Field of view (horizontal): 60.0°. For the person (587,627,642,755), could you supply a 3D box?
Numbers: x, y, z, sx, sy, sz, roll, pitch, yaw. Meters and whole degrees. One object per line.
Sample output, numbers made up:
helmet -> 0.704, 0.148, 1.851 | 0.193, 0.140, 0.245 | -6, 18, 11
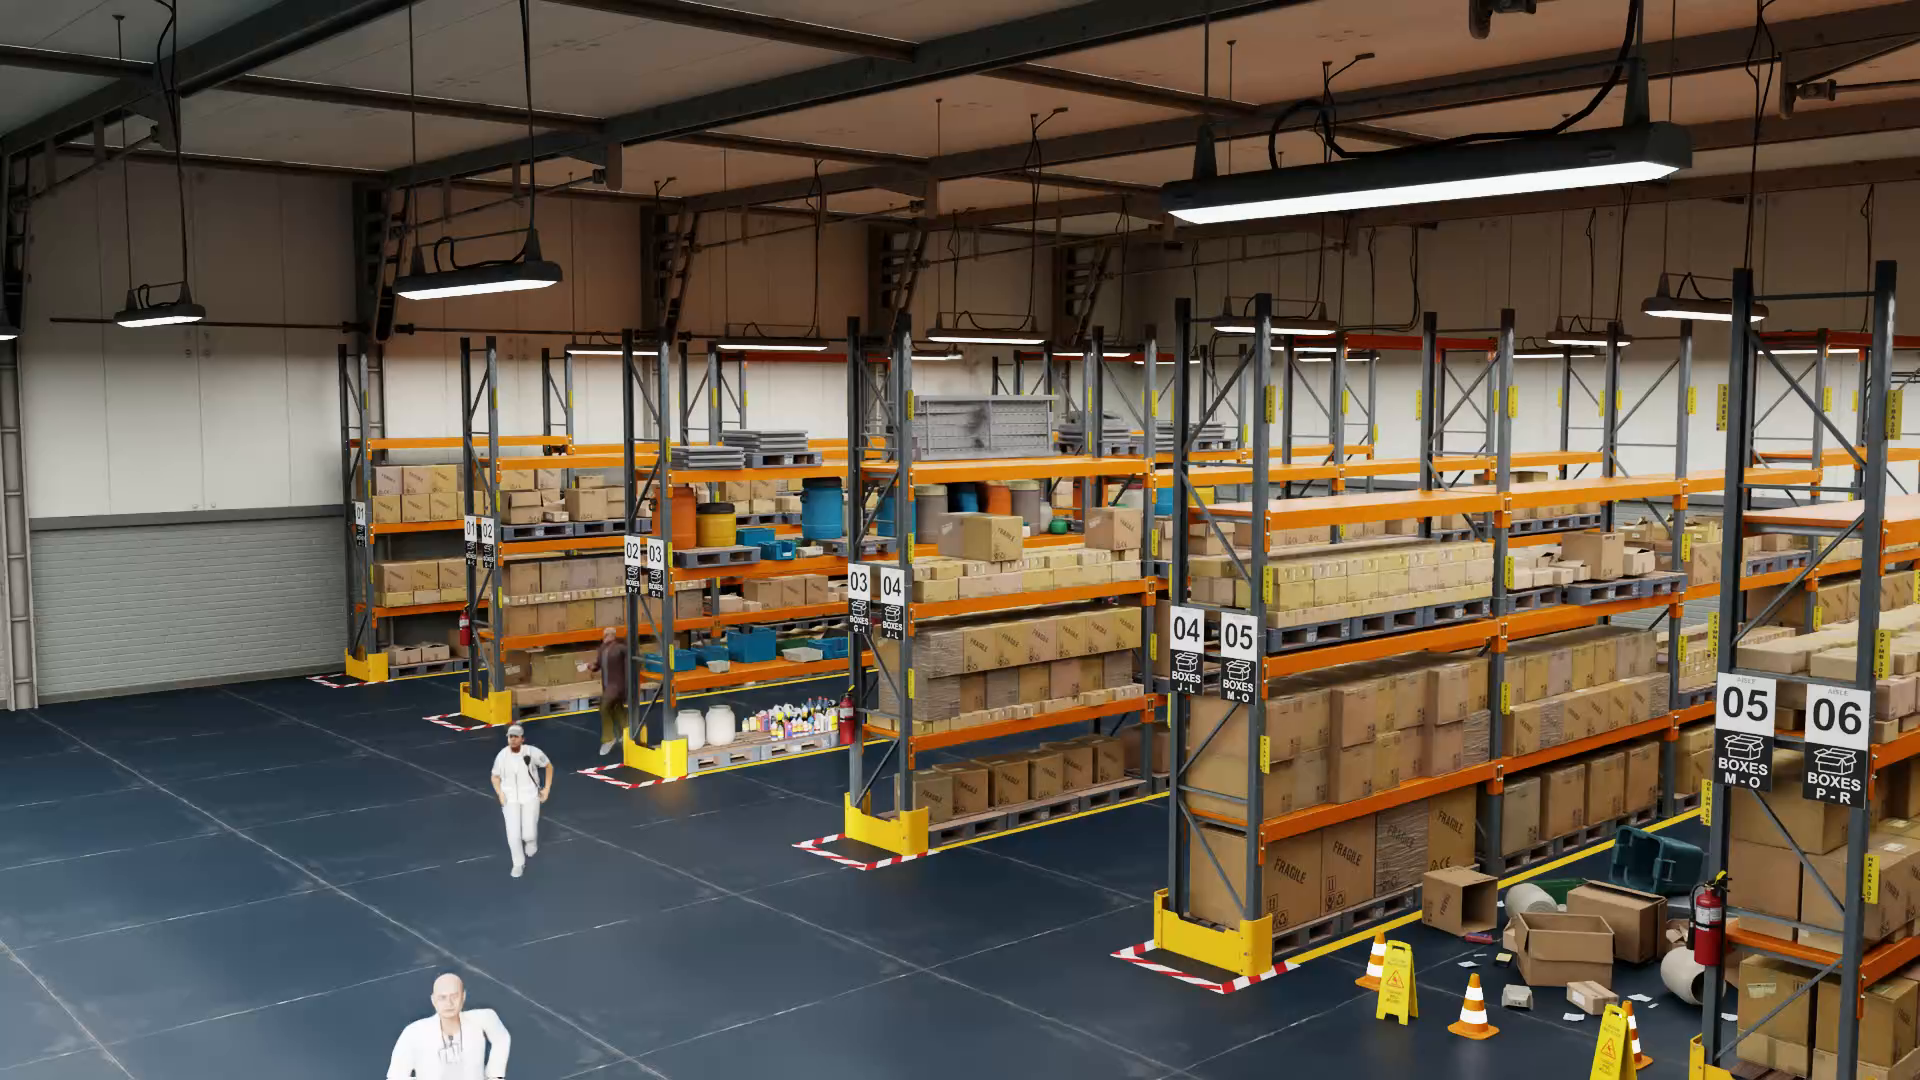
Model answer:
person -> -4.959, 2.144, 23.996 | 0.725, 1.818, 0.896 | 5, 7, 43

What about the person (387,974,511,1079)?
person -> -2.943, 3.398, 9.647 | 0.708, 1.768, 0.989 | -2, 5, -20

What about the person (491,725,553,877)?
person -> -4.686, 2.777, 17.776 | 0.633, 1.634, 0.617 | 0, 5, -4
